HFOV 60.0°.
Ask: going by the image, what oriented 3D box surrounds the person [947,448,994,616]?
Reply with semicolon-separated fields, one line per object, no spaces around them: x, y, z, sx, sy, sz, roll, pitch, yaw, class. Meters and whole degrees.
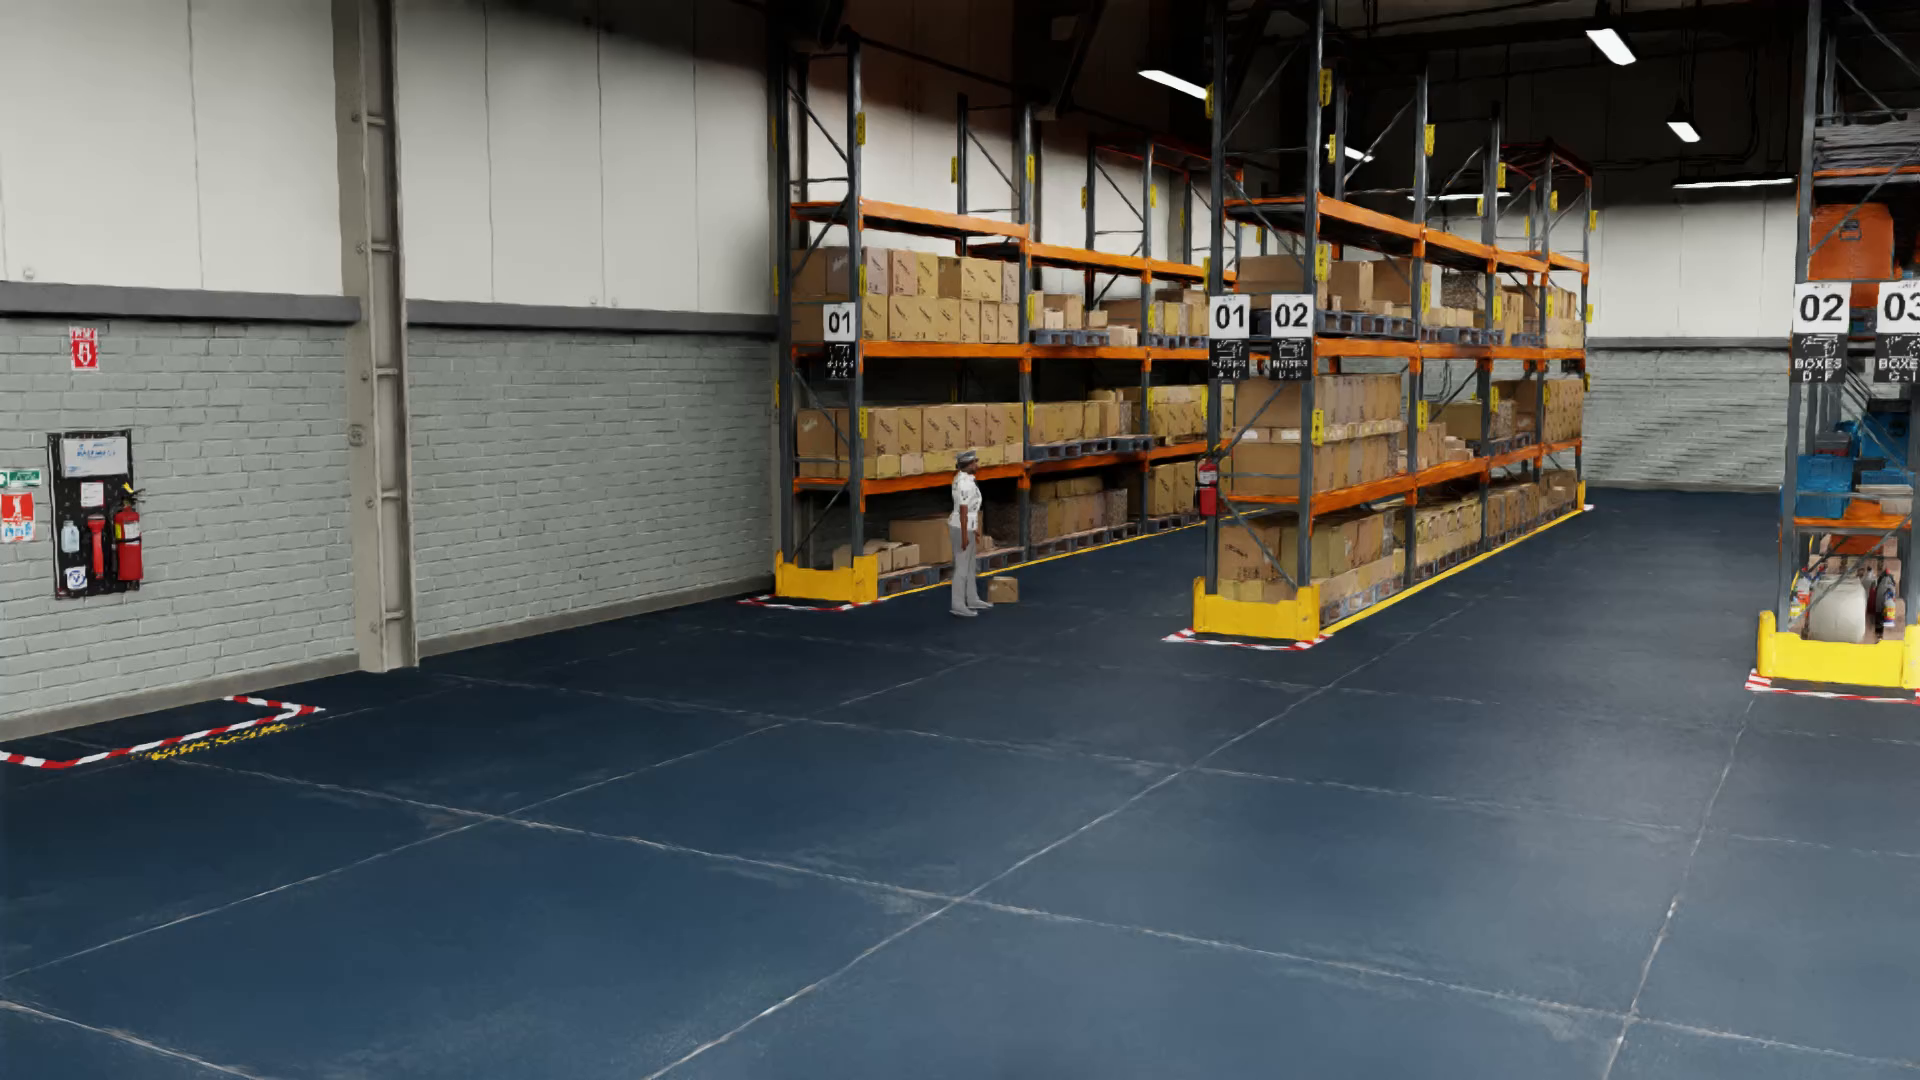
0.113;-0.088;16.940;0.484;1.685;0.508;0;6;-2;person
